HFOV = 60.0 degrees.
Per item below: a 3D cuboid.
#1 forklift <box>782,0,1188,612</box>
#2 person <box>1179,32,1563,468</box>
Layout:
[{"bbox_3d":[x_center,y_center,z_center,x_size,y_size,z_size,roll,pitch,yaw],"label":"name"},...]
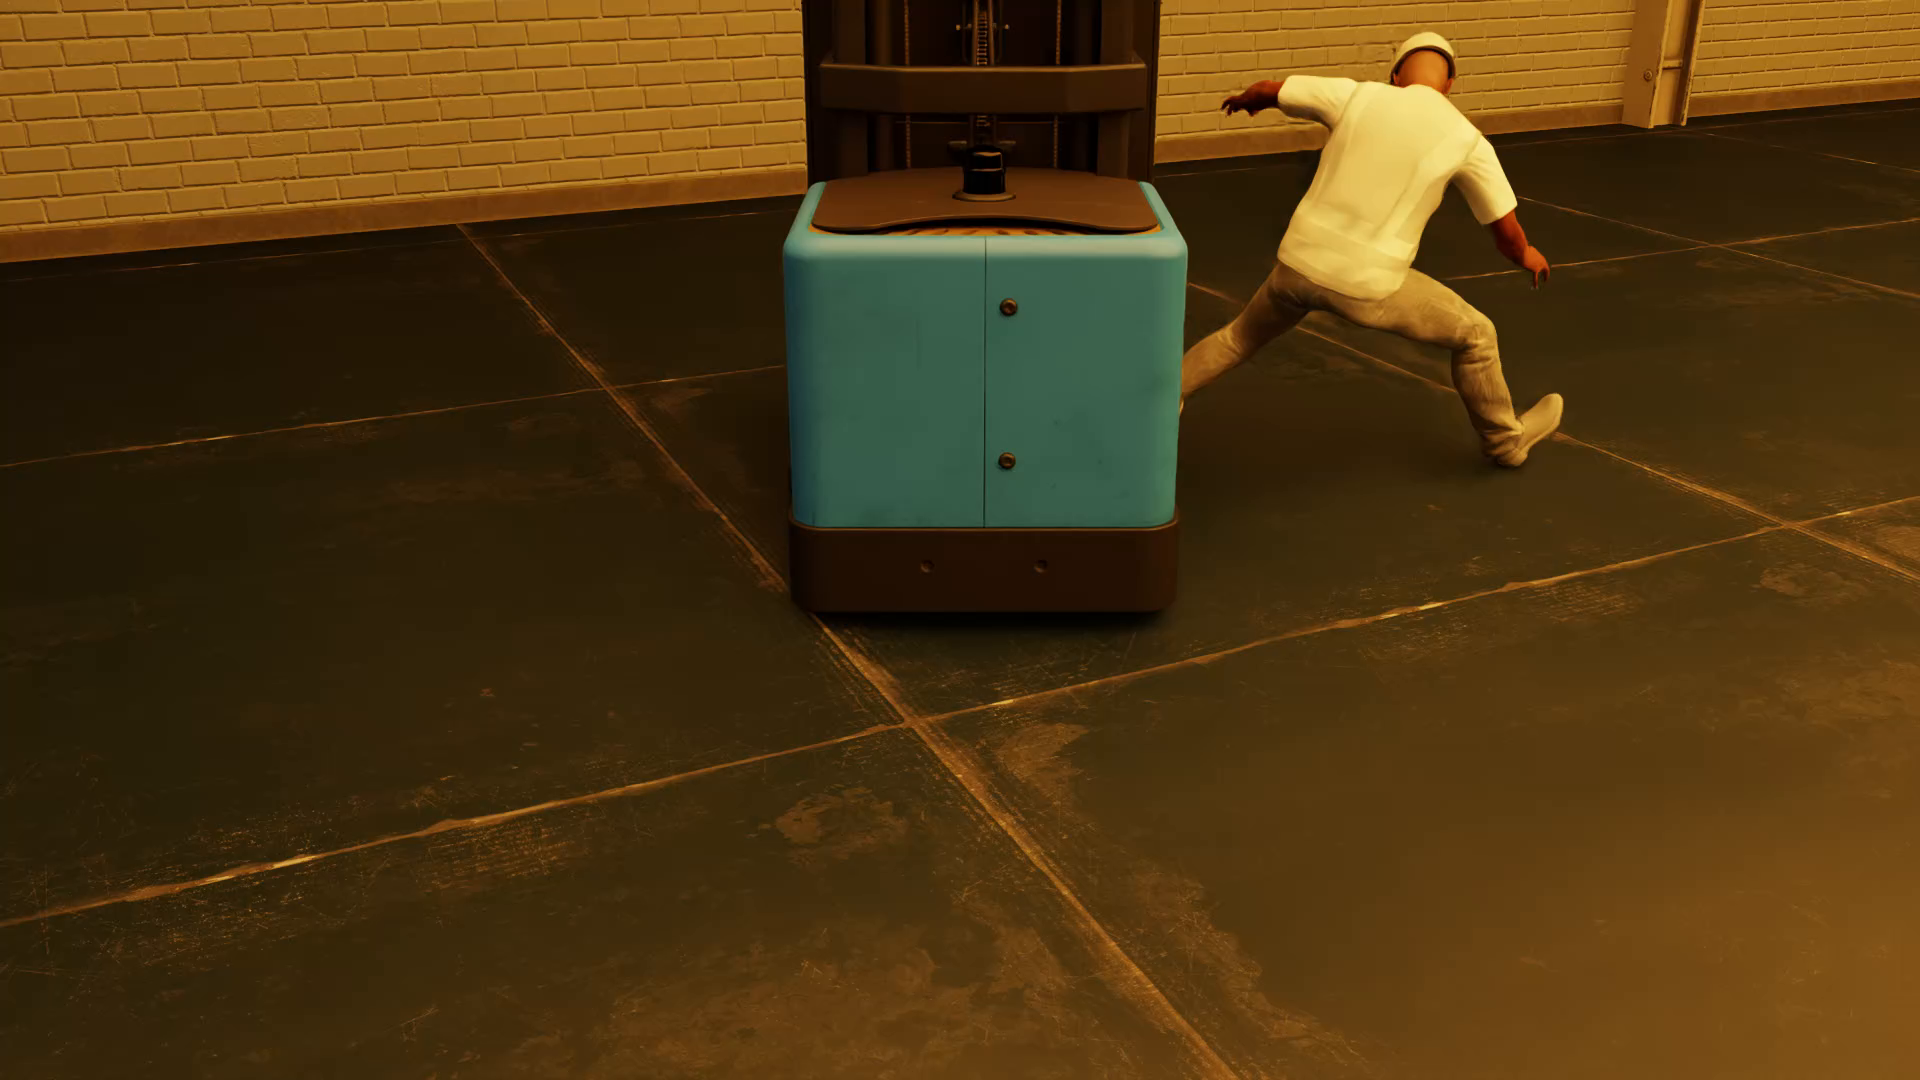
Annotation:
[{"bbox_3d":[0.064,-1.674,5.315,1.130,2.935,3.031,0,23,0],"label":"forklift"},{"bbox_3d":[1.338,-0.974,5.627,1.337,1.427,0.831,17,28,36],"label":"person"}]
